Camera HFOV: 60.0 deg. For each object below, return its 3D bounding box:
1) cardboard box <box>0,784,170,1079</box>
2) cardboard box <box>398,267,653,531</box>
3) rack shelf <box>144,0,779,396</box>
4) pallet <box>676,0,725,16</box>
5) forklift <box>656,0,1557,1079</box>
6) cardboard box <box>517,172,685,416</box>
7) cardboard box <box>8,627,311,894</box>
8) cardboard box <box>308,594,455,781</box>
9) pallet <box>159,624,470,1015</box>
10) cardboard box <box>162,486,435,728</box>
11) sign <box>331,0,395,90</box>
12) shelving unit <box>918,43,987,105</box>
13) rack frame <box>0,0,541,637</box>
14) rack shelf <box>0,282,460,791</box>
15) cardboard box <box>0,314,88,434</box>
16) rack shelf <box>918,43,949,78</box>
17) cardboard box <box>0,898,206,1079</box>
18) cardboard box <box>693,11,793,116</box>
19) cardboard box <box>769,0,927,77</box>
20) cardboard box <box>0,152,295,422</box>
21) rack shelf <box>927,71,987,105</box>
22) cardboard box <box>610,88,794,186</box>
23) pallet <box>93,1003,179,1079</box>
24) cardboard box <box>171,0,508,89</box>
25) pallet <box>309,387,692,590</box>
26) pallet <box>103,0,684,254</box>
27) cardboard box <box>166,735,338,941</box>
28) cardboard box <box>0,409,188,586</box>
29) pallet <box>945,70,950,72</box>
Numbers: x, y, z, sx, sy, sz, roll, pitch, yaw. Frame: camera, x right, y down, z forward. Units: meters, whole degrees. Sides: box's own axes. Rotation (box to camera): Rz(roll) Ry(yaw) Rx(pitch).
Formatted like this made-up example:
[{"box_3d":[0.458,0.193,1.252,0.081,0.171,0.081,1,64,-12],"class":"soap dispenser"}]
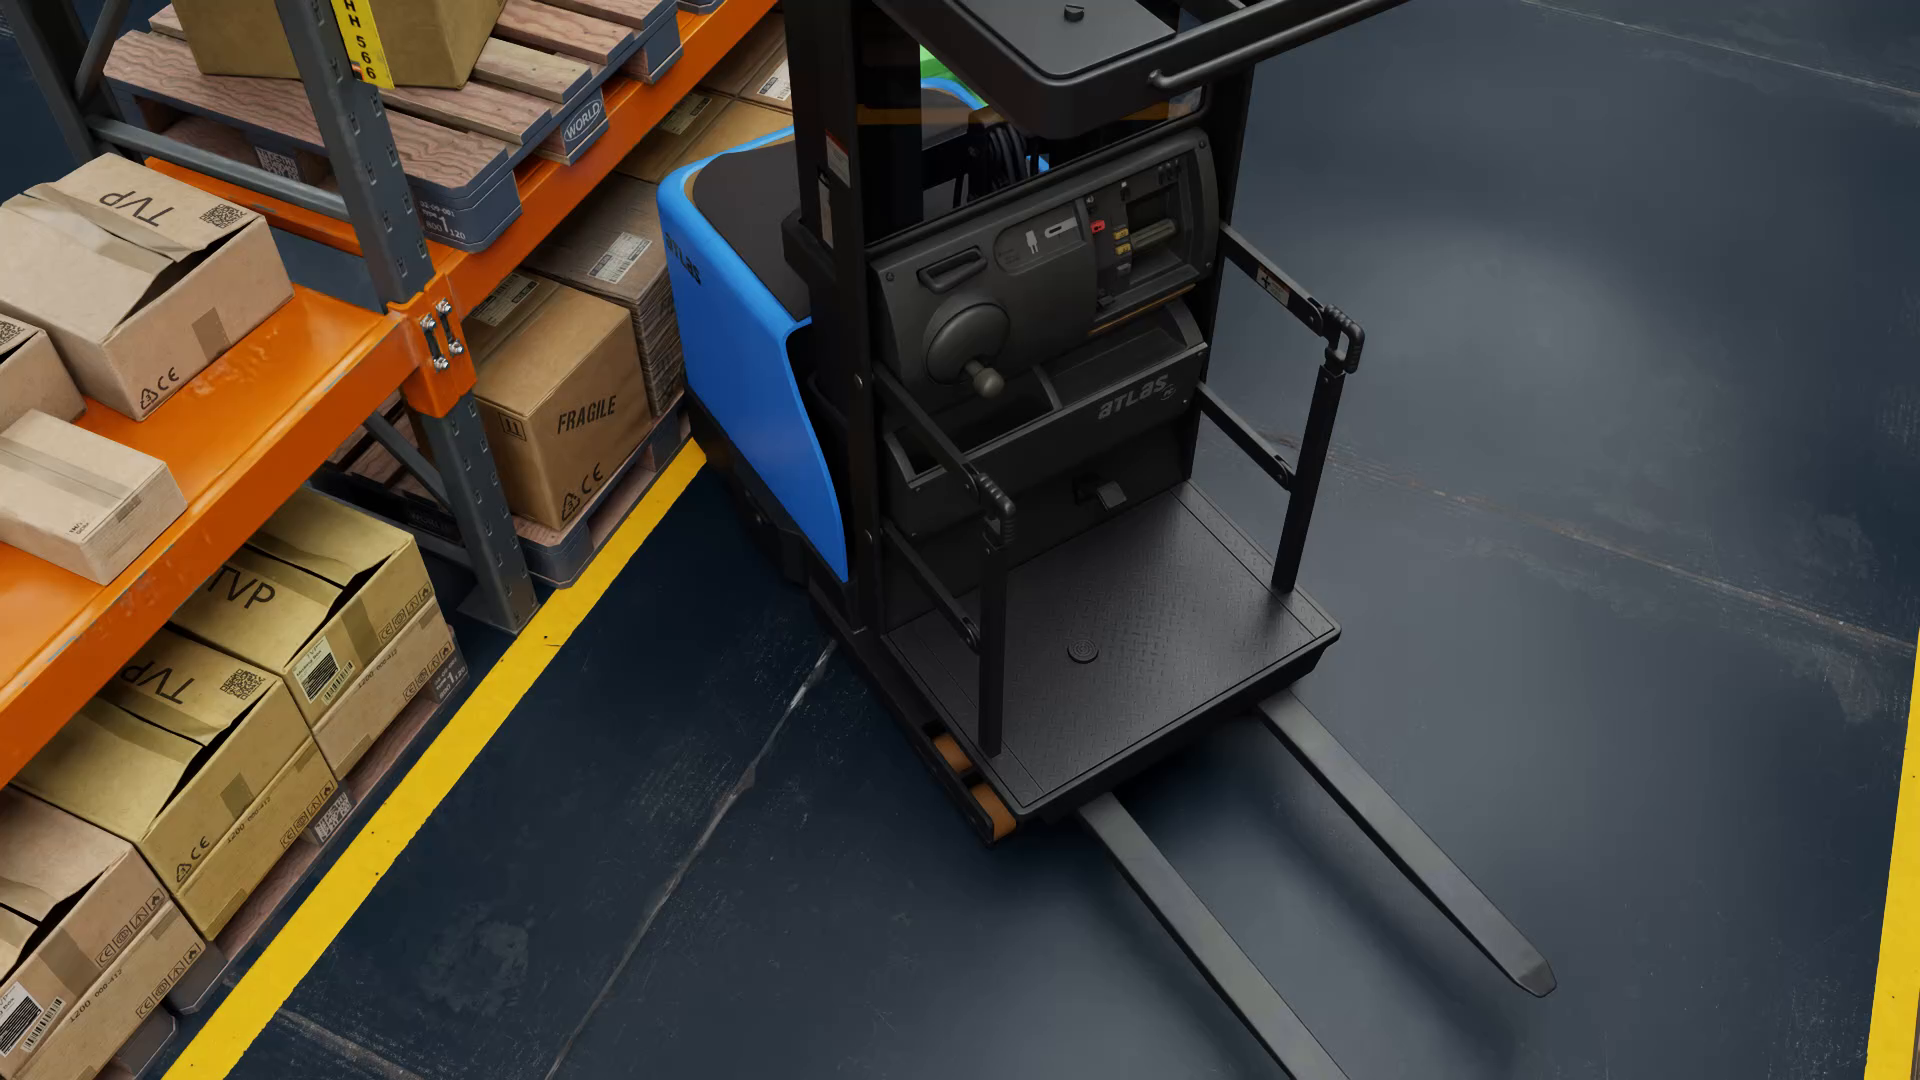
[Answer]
[{"box_3d":[-2.192,0.836,3.731,0.500,0.311,0.500,19,52,16],"class":"cardboard box"},{"box_3d":[-1.303,-0.438,5.006,0.500,0.500,0.500,22,53,18],"class":"cardboard box"},{"box_3d":[-0.902,-2.029,5.480,1.077,0.370,4.000,20,52,16],"class":"rack shelf"},{"box_3d":[-0.930,-2.164,5.248,1.003,0.211,1.213,20,52,16],"class":"pallet"},{"box_3d":[0.344,-0.549,3.793,1.130,2.935,3.031,-26,55,-21],"class":"forklift"},{"box_3d":[-1.085,-0.800,5.314,0.500,0.500,0.500,18,52,15],"class":"cardboard box"},{"box_3d":[-1.974,0.489,4.026,0.500,0.311,0.500,19,52,16],"class":"cardboard box"},{"box_3d":[-1.761,0.311,4.545,0.500,0.250,0.500,21,53,17],"class":"cardboard box"},{"box_3d":[-2.143,0.573,4.624,1.003,0.211,1.213,20,52,16],"class":"pallet"},{"box_3d":[-1.757,0.129,4.332,0.500,0.311,0.500,21,53,17],"class":"cardboard box"},{"box_3d":[-1.253,-1.082,3.441,0.100,0.325,0.005,20,52,16],"class":"sign"},{"box_3d":[-0.018,-1.291,5.561,0.503,1.200,0.258,-19,52,-15],"class":"shelving unit"},{"box_3d":[-1.756,-0.885,4.034,1.000,3.000,0.127,20,52,16],"class":"rack frame"},{"box_3d":[-2.611,0.725,3.136,1.077,0.370,4.000,20,52,16],"class":"rack shelf"},{"box_3d":[-2.314,-0.303,3.597,0.500,0.311,0.500,19,52,16],"class":"cardboard box"},{"box_3d":[-0.018,-1.561,5.244,0.480,0.148,0.258,-19,52,-15],"class":"rack shelf"},{"box_3d":[-2.195,1.013,3.948,0.500,0.250,0.500,21,53,17],"class":"cardboard box"},{"box_3d":[-0.648,-1.505,5.914,0.500,0.500,0.500,18,52,15],"class":"cardboard box"},{"box_3d":[-0.433,-1.856,6.212,0.500,0.500,0.500,20,53,17],"class":"cardboard box"},{"box_3d":[-1.951,-0.620,3.867,0.500,0.311,0.500,23,53,18],"class":"cardboard box"},{"box_3d":[-0.018,-1.405,5.427,0.480,0.148,0.258,-19,52,-15],"class":"rack shelf"},{"box_3d":[-0.866,-1.144,5.606,0.500,0.500,0.500,19,52,16],"class":"cardboard box"},{"box_3d":[-2.666,1.410,3.912,1.003,0.211,1.213,20,52,16],"class":"pallet"},{"box_3d":[-1.589,-1.524,4.236,0.700,0.500,0.500,4,50,4],"class":"cardboard box"},{"box_3d":[-1.403,-0.483,5.523,1.003,0.211,1.213,20,52,16],"class":"pallet"},{"box_3d":[-1.530,-1.313,4.523,1.213,0.211,1.003,20,52,16],"class":"pallet"},{"box_3d":[-1.978,0.668,4.242,0.500,0.250,0.500,19,52,16],"class":"cardboard box"},{"box_3d":[-1.891,-0.095,3.526,0.380,0.149,0.250,20,52,16],"class":"cardboard box"},{"box_3d":[-0.361,-2.163,6.952,1.003,0.211,1.213,20,52,16],"class":"pallet"}]
